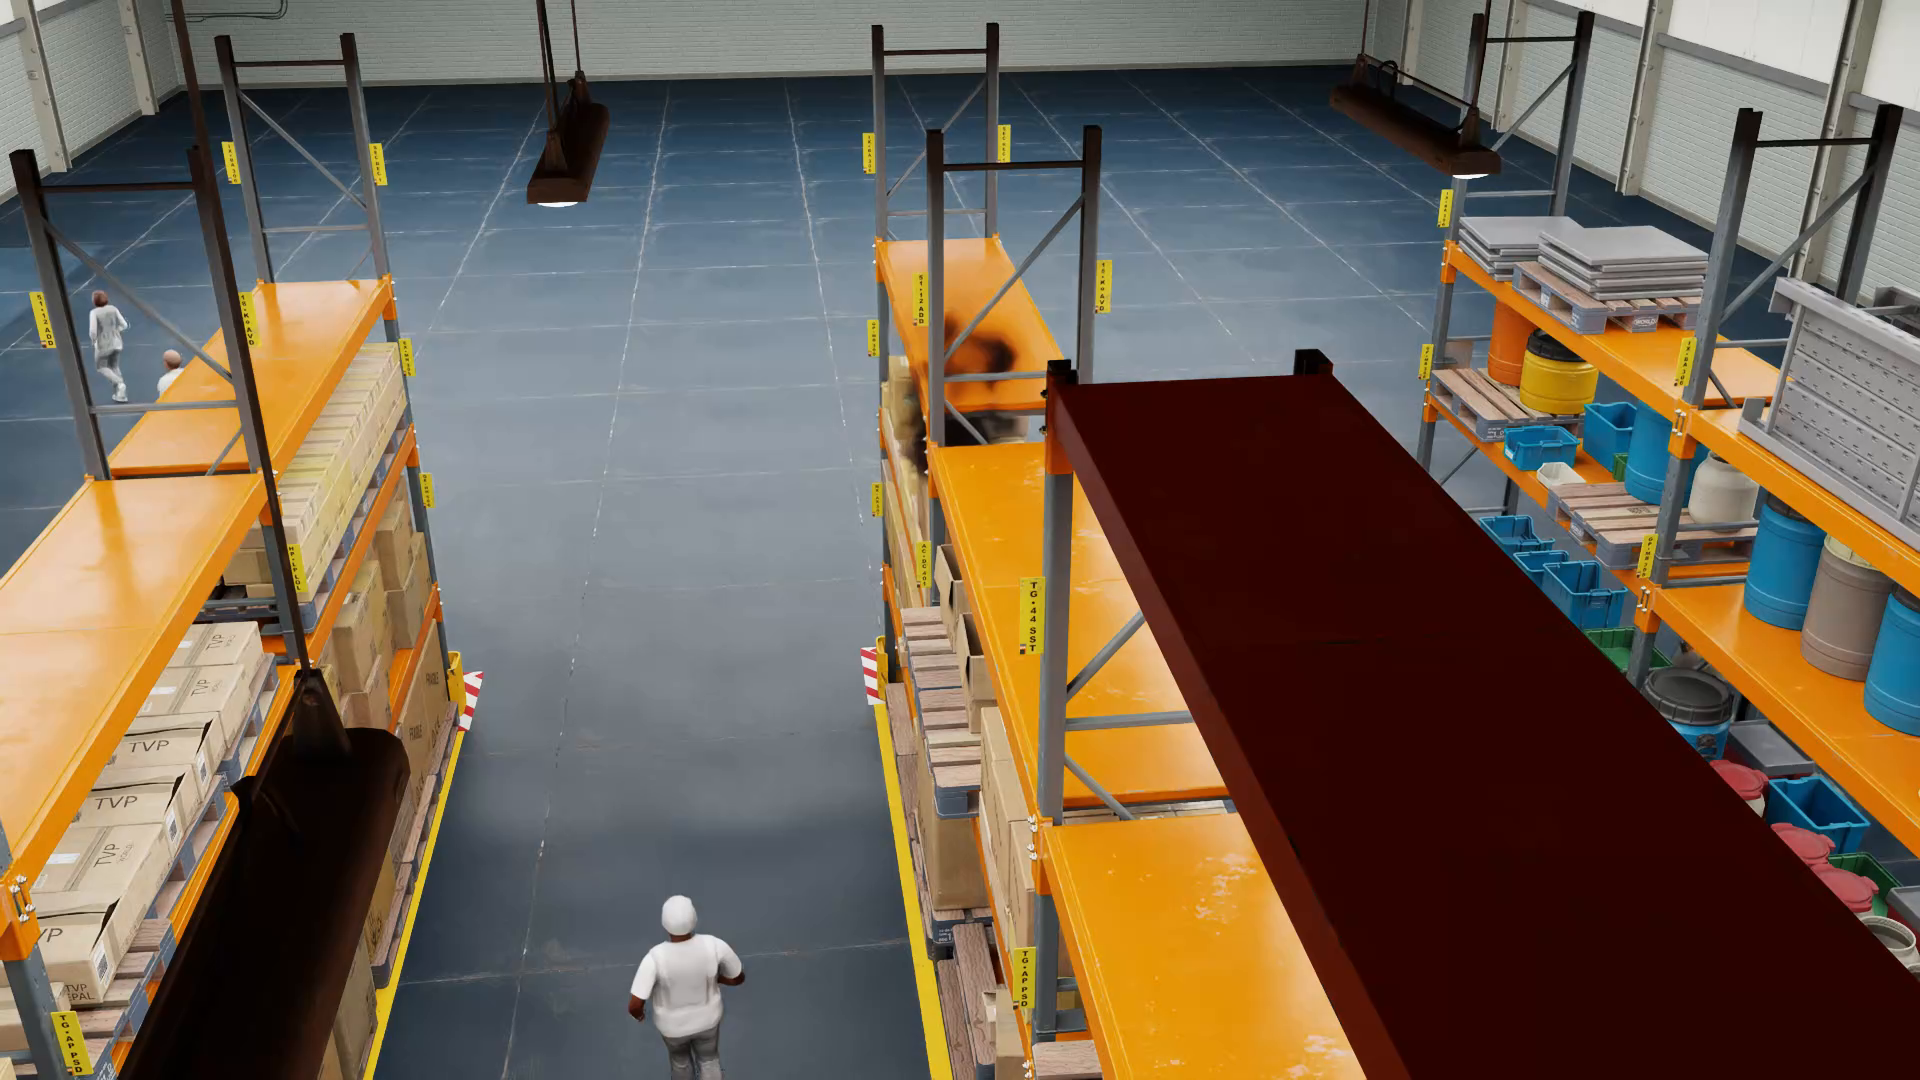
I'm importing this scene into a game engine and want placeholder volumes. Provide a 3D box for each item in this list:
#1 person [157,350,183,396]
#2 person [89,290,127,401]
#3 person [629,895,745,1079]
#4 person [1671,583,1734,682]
[{"bbox_3d":[-8.952,-1.343,19.214,1.049,1.781,0.710,16,30,30],"label":"person"},{"bbox_3d":[-11.306,-2.575,22.106,0.560,1.550,0.532,16,30,31],"label":"person"},{"bbox_3d":[-1.669,2.972,10.250,0.726,1.766,0.799,-9,27,-17],"label":"person"},{"bbox_3d":[6.499,1.016,14.456,0.591,1.722,0.816,-8,27,-16],"label":"person"}]
